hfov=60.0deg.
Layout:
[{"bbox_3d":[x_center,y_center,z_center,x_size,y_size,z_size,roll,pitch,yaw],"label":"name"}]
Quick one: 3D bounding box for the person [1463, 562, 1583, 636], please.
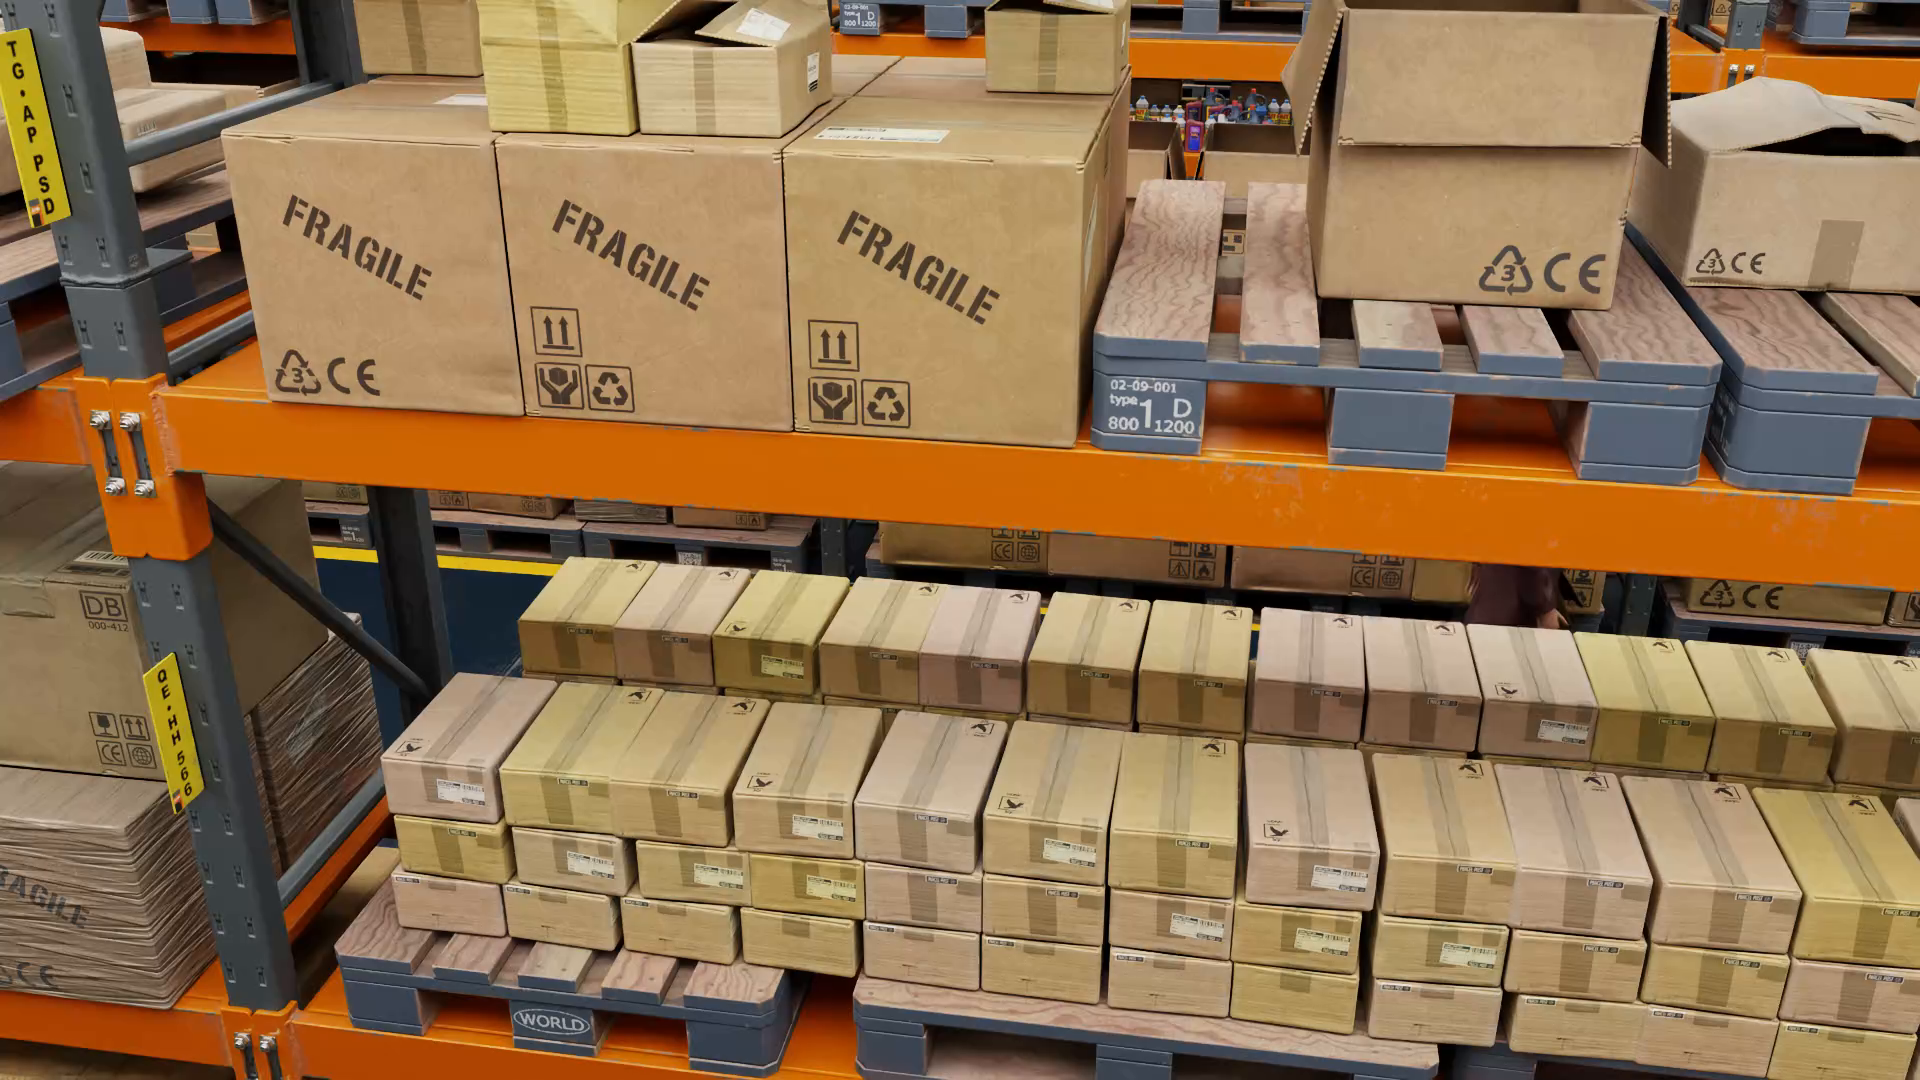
[{"bbox_3d":[2.235,0.168,6.758,1.072,1.731,0.613,6,25,12],"label":"person"}]
